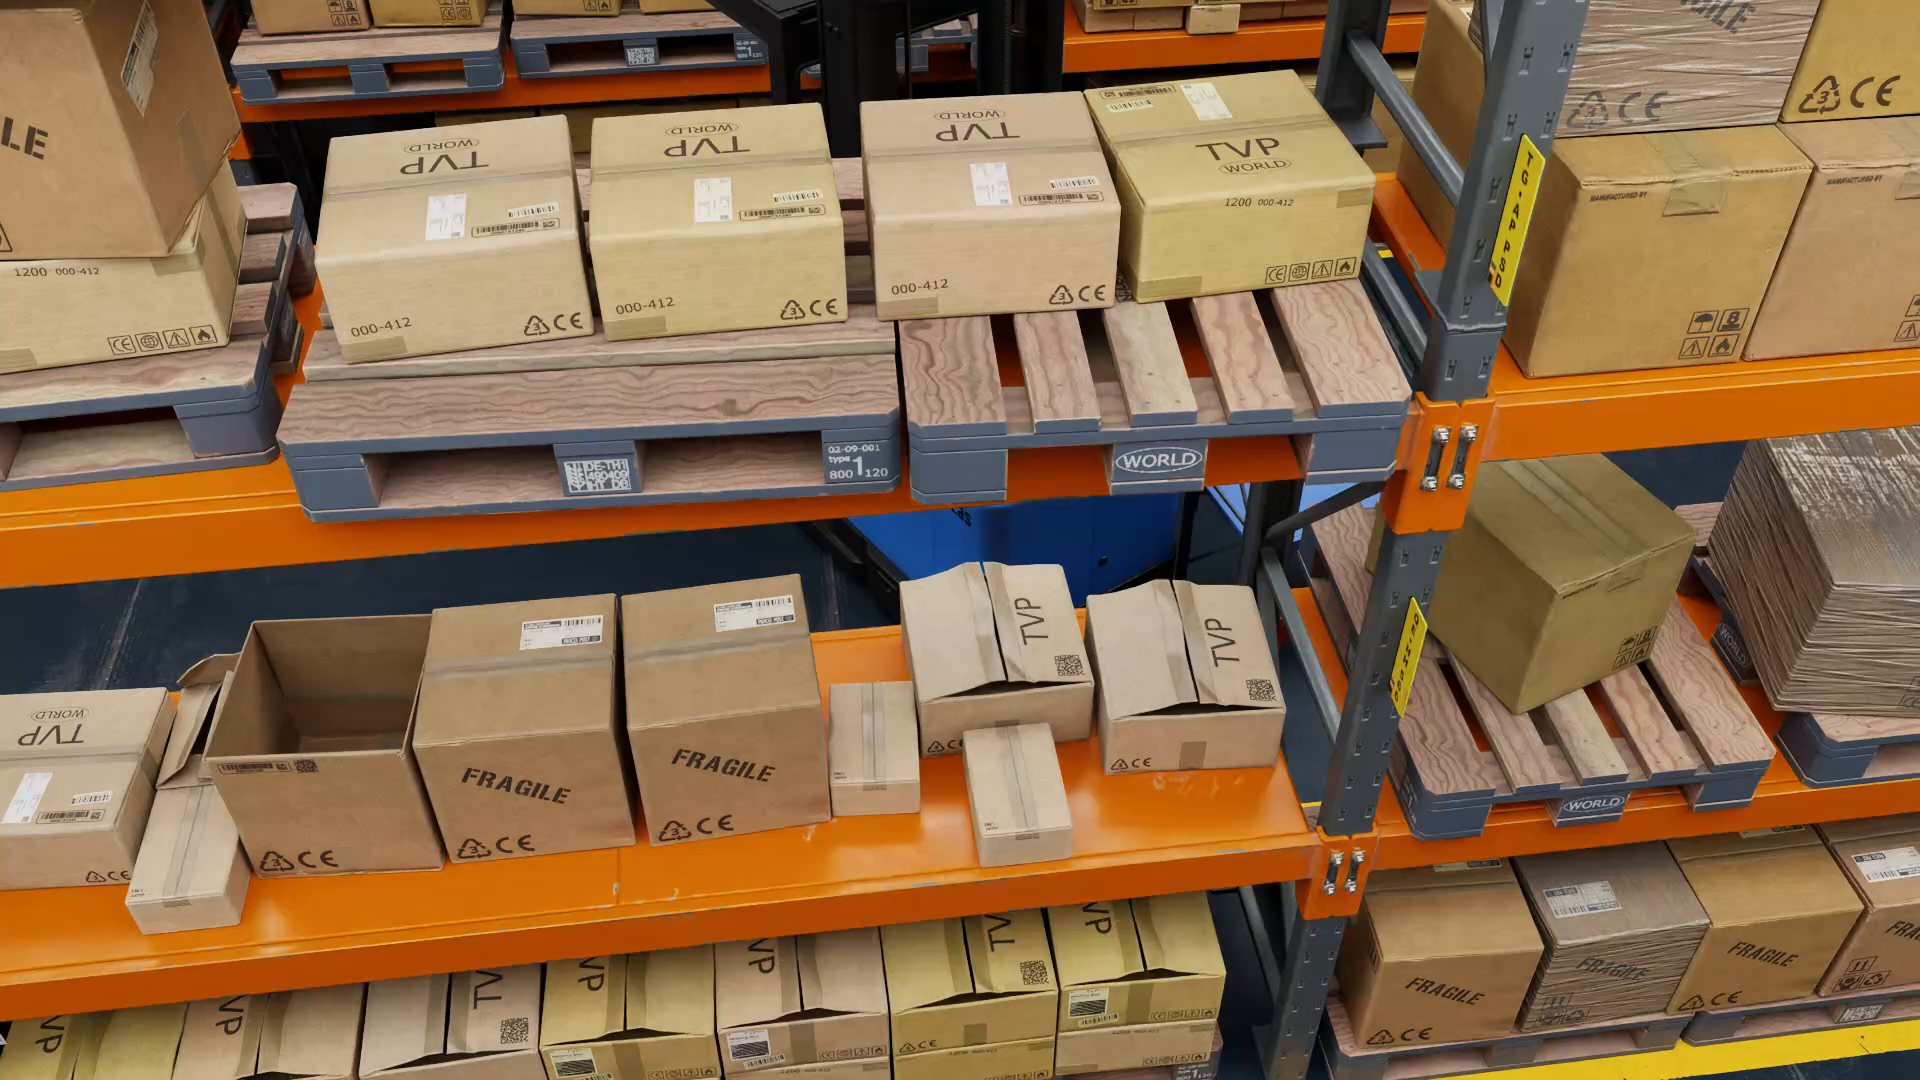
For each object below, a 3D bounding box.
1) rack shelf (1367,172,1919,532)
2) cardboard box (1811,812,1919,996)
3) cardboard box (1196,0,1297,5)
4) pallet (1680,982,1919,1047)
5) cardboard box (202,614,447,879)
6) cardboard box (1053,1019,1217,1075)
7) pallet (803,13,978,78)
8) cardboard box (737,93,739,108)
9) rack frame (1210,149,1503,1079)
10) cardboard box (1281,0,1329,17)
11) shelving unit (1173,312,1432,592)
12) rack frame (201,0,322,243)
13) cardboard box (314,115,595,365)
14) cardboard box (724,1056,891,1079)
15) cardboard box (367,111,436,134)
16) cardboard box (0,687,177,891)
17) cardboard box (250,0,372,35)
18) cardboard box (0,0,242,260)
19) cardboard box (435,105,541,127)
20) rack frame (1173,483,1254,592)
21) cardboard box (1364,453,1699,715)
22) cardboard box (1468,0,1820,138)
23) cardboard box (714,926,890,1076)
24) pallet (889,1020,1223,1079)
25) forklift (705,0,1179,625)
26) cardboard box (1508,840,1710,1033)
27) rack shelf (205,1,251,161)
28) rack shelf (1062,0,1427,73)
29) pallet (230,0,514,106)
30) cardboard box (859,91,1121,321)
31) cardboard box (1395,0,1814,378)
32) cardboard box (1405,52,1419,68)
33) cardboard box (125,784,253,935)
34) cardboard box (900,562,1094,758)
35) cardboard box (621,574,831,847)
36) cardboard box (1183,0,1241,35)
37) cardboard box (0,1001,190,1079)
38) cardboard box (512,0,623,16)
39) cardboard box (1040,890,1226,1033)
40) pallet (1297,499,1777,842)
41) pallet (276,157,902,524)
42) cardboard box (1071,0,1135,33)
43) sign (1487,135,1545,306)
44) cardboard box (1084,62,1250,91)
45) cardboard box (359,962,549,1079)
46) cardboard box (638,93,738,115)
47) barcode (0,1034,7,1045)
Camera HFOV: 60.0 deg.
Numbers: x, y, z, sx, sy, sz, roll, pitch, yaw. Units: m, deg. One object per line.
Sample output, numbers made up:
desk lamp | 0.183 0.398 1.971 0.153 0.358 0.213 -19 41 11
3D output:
rack shelf | 2.994 -0.670 4.266 4.000 0.370 1.077 -5 42 -6
cardboard box | 3.033 1.128 5.513 0.500 0.500 0.500 -6 42 -7
cardboard box | 1.401 -3.005 8.246 0.500 0.500 0.500 -4 42 -4
pallet | 2.964 1.243 5.930 1.213 0.211 1.003 -5 42 -6
cardboard box | -1.669 0.559 4.531 0.500 0.500 0.500 -2 42 -2
cardboard box | 0.521 1.423 5.387 0.500 0.250 0.500 -4 42 -5
pallet | -0.327 -2.735 8.401 1.003 0.211 1.213 -5 42 -6
cardboard box | -1.357 -2.047 9.033 0.500 0.500 0.700 -5 42 -6
rack frame | 1.011 0.351 4.837 0.127 3.000 1.000 -5 42 -6
cardboard box | 1.737 -2.843 8.550 0.250 0.149 0.380 -4 42 -5
shelving unit | 1.503 -0.300 6.678 1.048 1.500 0.538 -15 44 -16
rack frame | -3.601 -2.591 8.099 0.127 3.000 1.000 -5 42 -6
cardboard box | -1.051 -0.641 3.496 0.500 0.250 0.500 -8 43 -9
cardboard box | -0.488 1.512 5.288 0.500 0.250 0.500 -4 42 -5
cardboard box | -2.873 -1.902 8.872 0.500 0.500 0.700 -4 42 -4
cardboard box | -2.472 0.682 4.581 0.500 0.250 0.500 -3 42 -3
cardboard box | -3.092 -2.814 7.942 0.500 0.500 0.700 -5 42 -5
cardboard box | -1.777 -0.887 3.208 0.500 0.500 0.500 -1 42 -1
cardboard box | -2.437 -2.221 8.665 0.500 0.250 0.500 -6 42 -6
rack frame | 1.029 -0.177 6.542 0.032 1.500 0.500 -15 44 -16
cardboard box | 1.621 0.028 4.806 0.500 0.500 0.700 -19 45 -20
cardboard box | 1.445 -1.205 3.501 0.500 0.500 0.500 -5 42 -6
cardboard box | -0.491 1.308 5.096 0.500 0.311 0.500 -5 42 -6
pallet | 0.190 1.432 5.720 1.213 0.211 1.003 -5 42 -6
forklift | -0.369 -1.425 6.857 1.130 2.935 3.031 -26 48 -26
cardboard box | 2.018 1.217 5.415 0.500 0.500 0.500 -6 42 -7
rack shelf | -5.584 -2.151 8.147 4.000 0.370 1.077 -5 42 -6
rack shelf | 2.348 -2.845 8.917 4.000 0.370 1.077 -5 42 -6
pallet | -2.824 -2.490 8.129 1.213 0.211 1.003 -5 42 -6
cardboard box | 0.051 -0.729 3.593 0.500 0.250 0.500 -4 42 -4
cardboard box | 1.440 -0.861 3.865 0.500 0.500 0.910 -5 42 -6
cardboard box | 2.823 -2.422 9.202 0.750 0.750 0.750 -4 42 -4
cardboard box | -2.050 0.850 4.471 0.250 0.149 0.380 -5 42 -6
cardboard box | 0.099 0.333 4.923 0.500 0.311 0.500 -5 42 -6
cardboard box | -0.650 0.470 4.630 0.500 0.500 0.500 -7 43 -8
cardboard box | 1.247 -2.711 8.403 0.250 0.149 0.380 -4 42 -4
cardboard box | -2.513 1.484 4.901 0.500 0.311 0.500 -5 42 -5
cardboard box | -1.888 -2.935 8.077 0.500 0.500 0.700 0 42 0
cardboard box | 0.524 1.217 5.197 0.500 0.311 0.500 -4 42 -4
pallet | 1.674 0.316 5.018 1.003 0.211 1.213 -5 42 -6
pallet | -0.758 -0.476 3.654 1.213 0.211 1.003 -3 42 -4
cardboard box | 0.722 -2.728 8.422 0.250 0.149 0.380 -6 42 -6
sign | 1.075 -0.615 3.223 0.005 0.325 0.100 -5 42 -6
cardboard box | 1.112 -2.273 9.037 0.750 0.750 0.750 -6 42 -6
cardboard box | -1.503 1.399 4.996 0.500 0.311 0.500 -6 42 -7
cardboard box | -1.424 -2.299 8.753 0.500 0.250 0.500 -5 42 -6
barcode | -2.648 1.361 4.538 0.075 0.075 0.001 -5 42 -6
